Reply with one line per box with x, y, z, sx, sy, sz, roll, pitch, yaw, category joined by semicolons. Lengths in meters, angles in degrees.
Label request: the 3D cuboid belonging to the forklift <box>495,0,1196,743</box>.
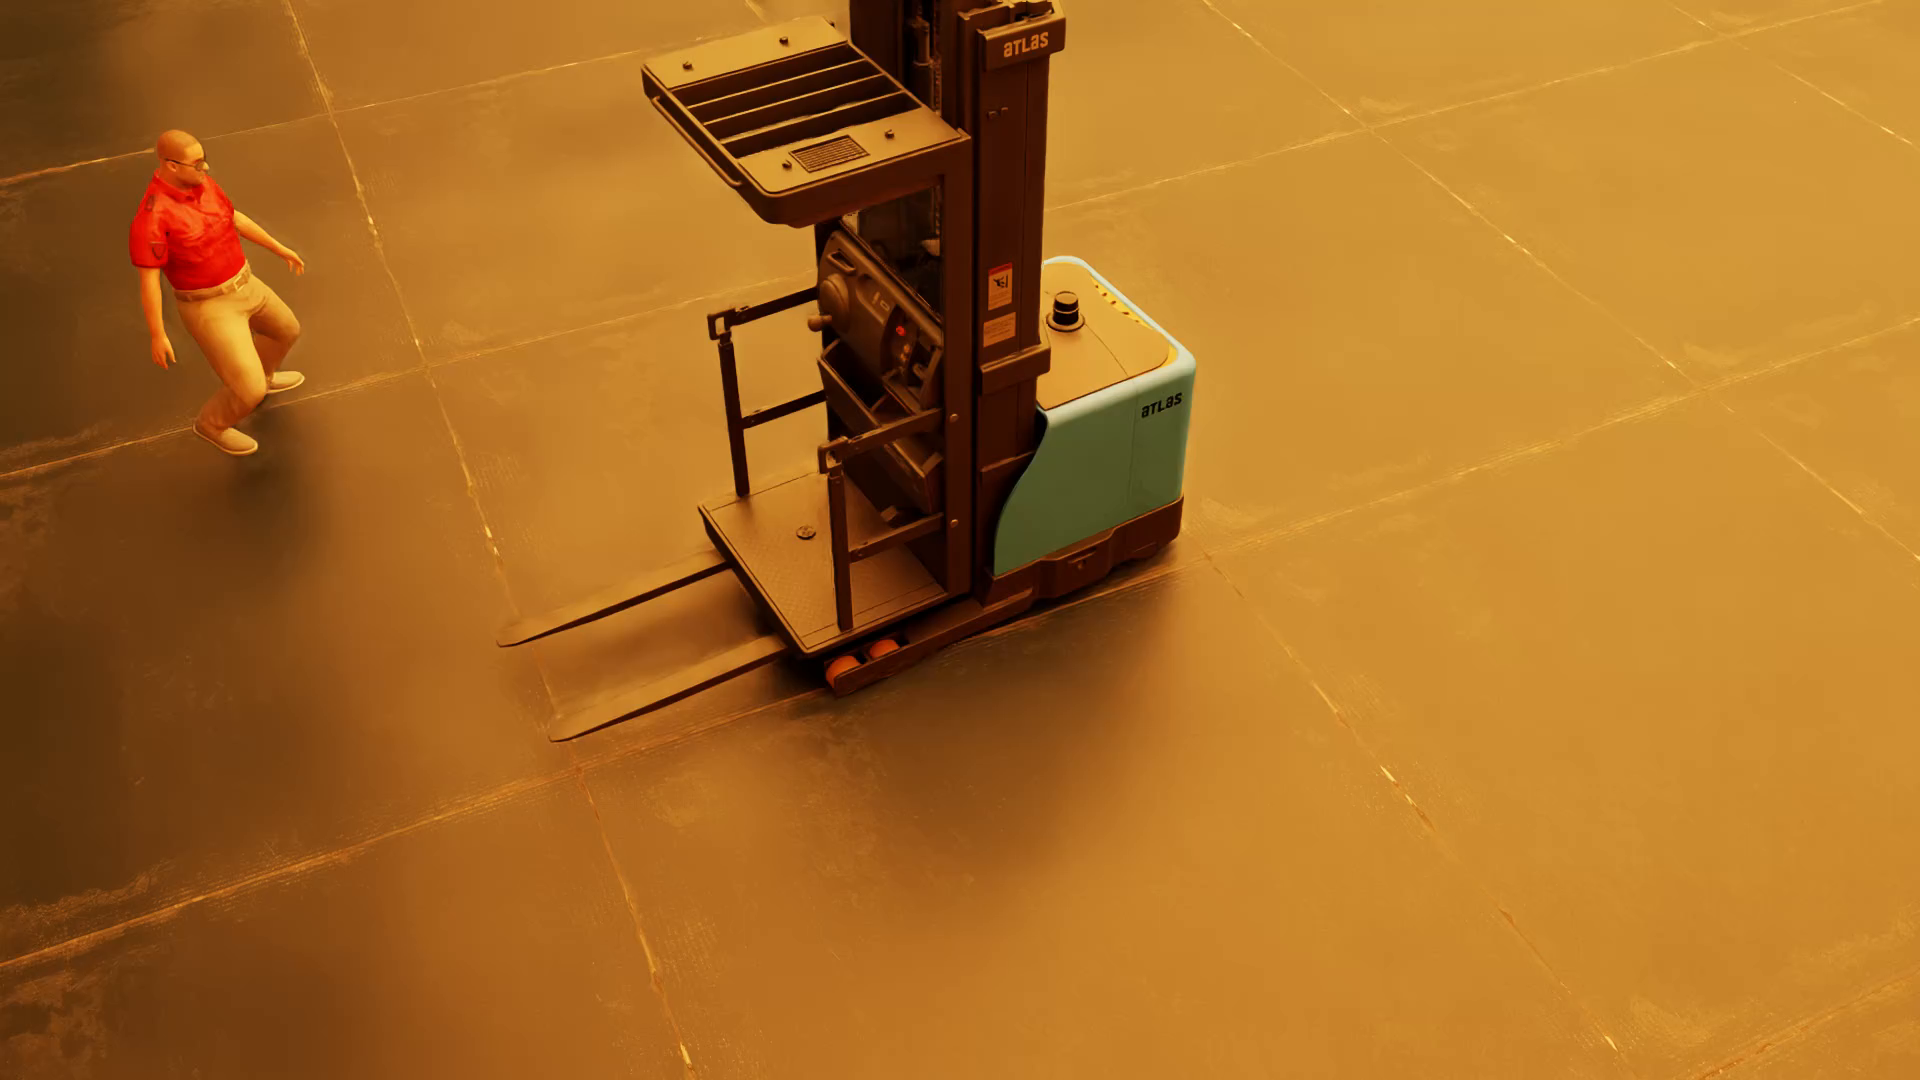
-0.503;-0.826;6.566;3.031;2.935;1.130;-22;47;-22;forklift

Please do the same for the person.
-3.510;-1.164;7.899;0.563;1.633;0.934;11;44;11;person
